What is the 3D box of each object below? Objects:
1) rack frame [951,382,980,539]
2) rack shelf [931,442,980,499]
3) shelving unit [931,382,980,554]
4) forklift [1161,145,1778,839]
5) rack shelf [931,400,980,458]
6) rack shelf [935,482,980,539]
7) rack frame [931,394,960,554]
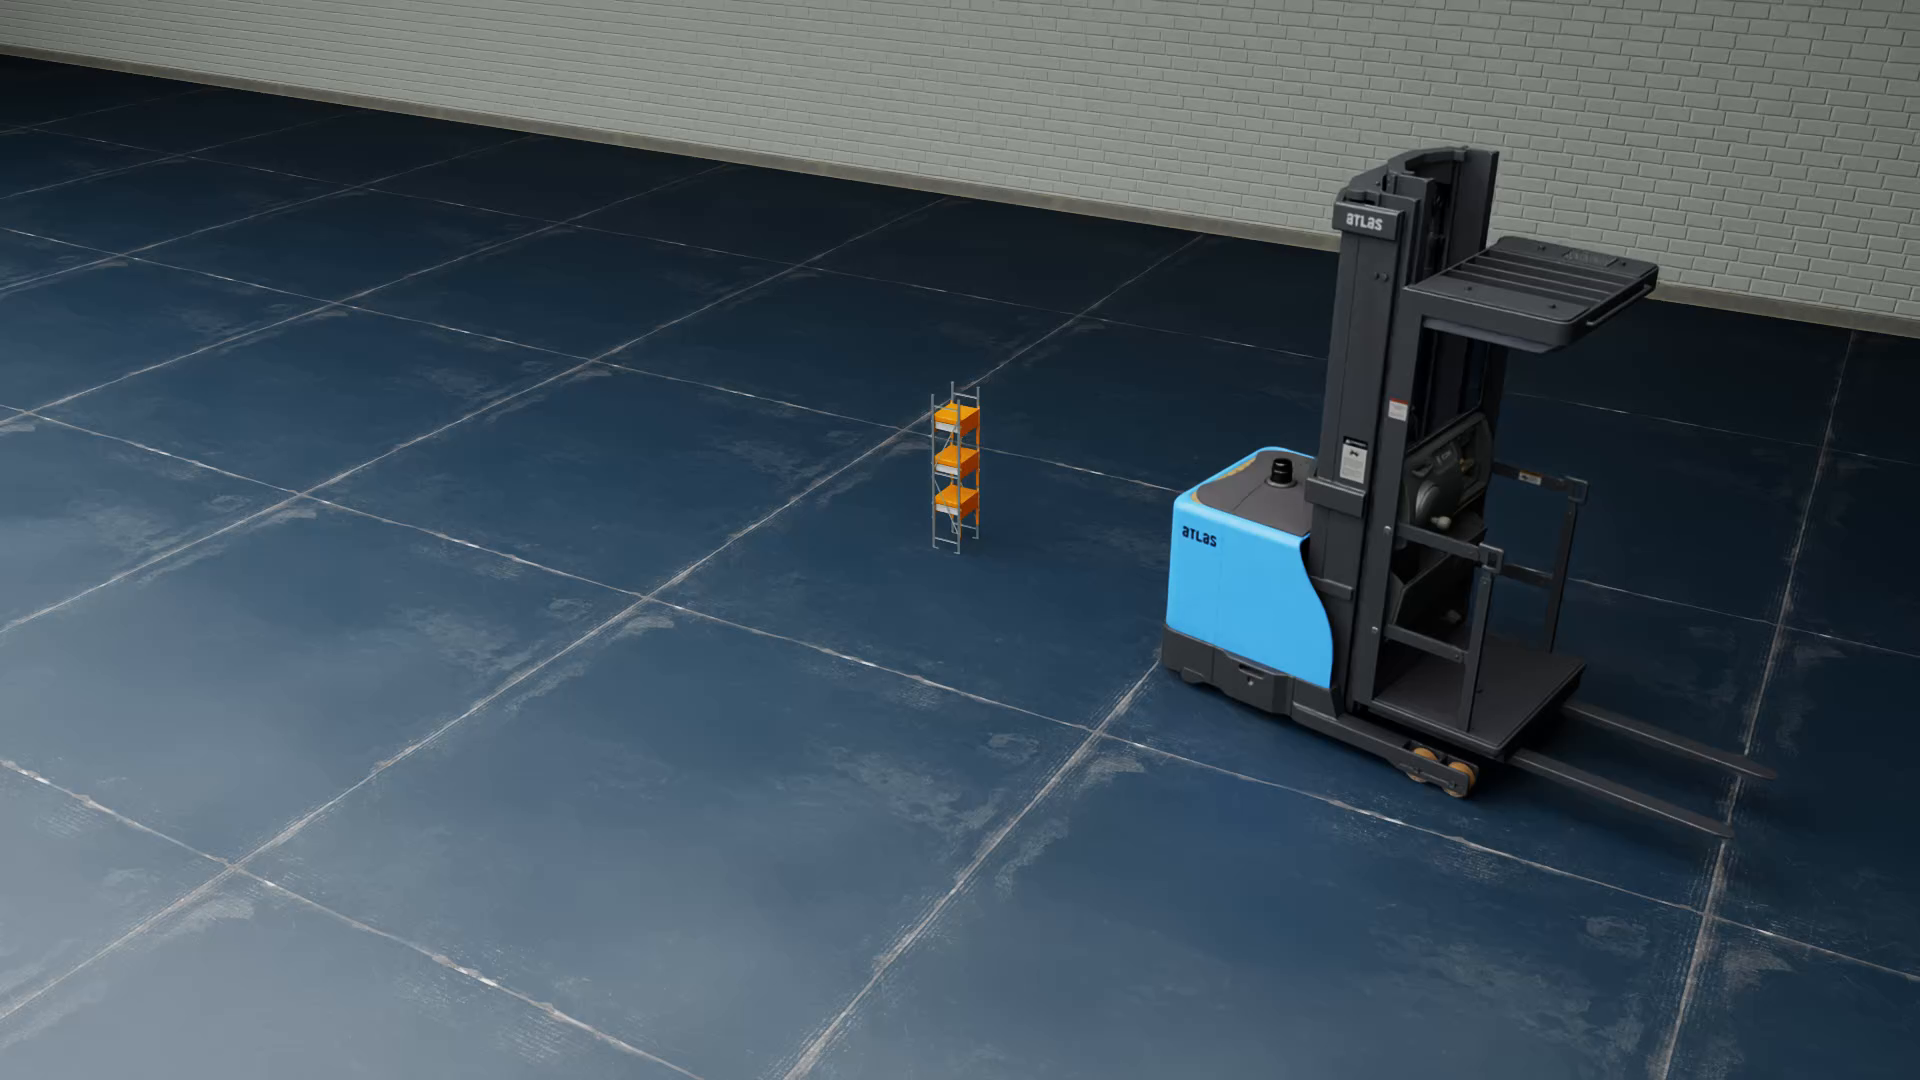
[{"bbox_3d":[0.034,-0.496,10.568,0.200,1.050,0.008,14,30,26],"label":"rack frame"},{"bbox_3d":[-0.026,-0.439,10.478,0.215,0.259,0.240,14,30,26],"label":"rack shelf"},{"bbox_3d":[-0.026,-0.449,10.473,0.215,1.050,0.252,14,30,26],"label":"shelving unit"},{"bbox_3d":[2.567,-0.309,8.093,3.031,2.935,1.130,21,33,35],"label":"forklift"},{"bbox_3d":[-0.026,-0.693,10.351,0.215,0.259,0.240,14,30,26],"label":"rack shelf"},{"bbox_3d":[-0.026,-0.191,10.602,0.215,0.259,0.240,14,30,26],"label":"rack shelf"},{"bbox_3d":[-0.086,-0.401,10.378,0.200,1.050,0.008,14,30,26],"label":"rack frame"}]
